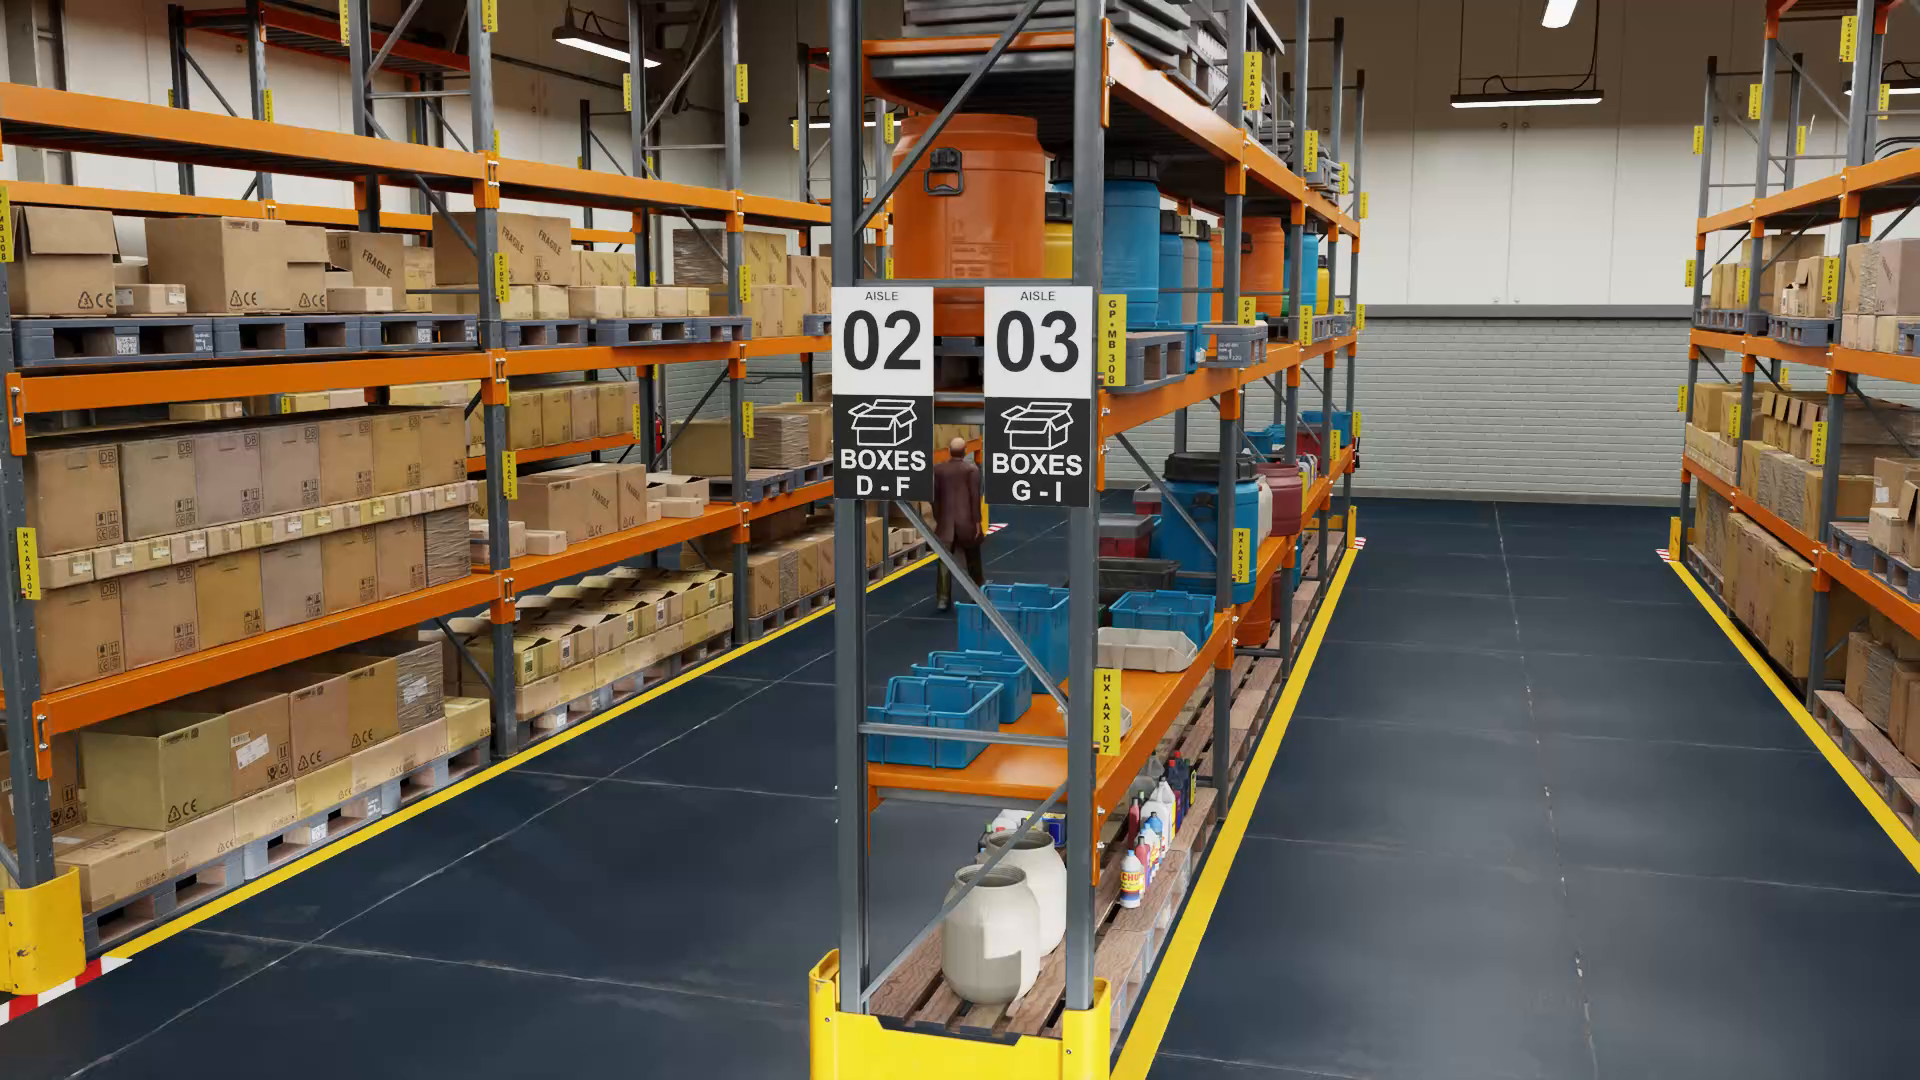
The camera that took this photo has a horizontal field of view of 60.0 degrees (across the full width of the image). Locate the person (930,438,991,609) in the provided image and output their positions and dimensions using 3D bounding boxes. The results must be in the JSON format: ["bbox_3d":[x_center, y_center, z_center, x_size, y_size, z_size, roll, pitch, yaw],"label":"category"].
[{"bbox_3d":[-0.016,-0.203,17.300,0.591,1.723,1.102,2,8,15],"label":"person"}]
